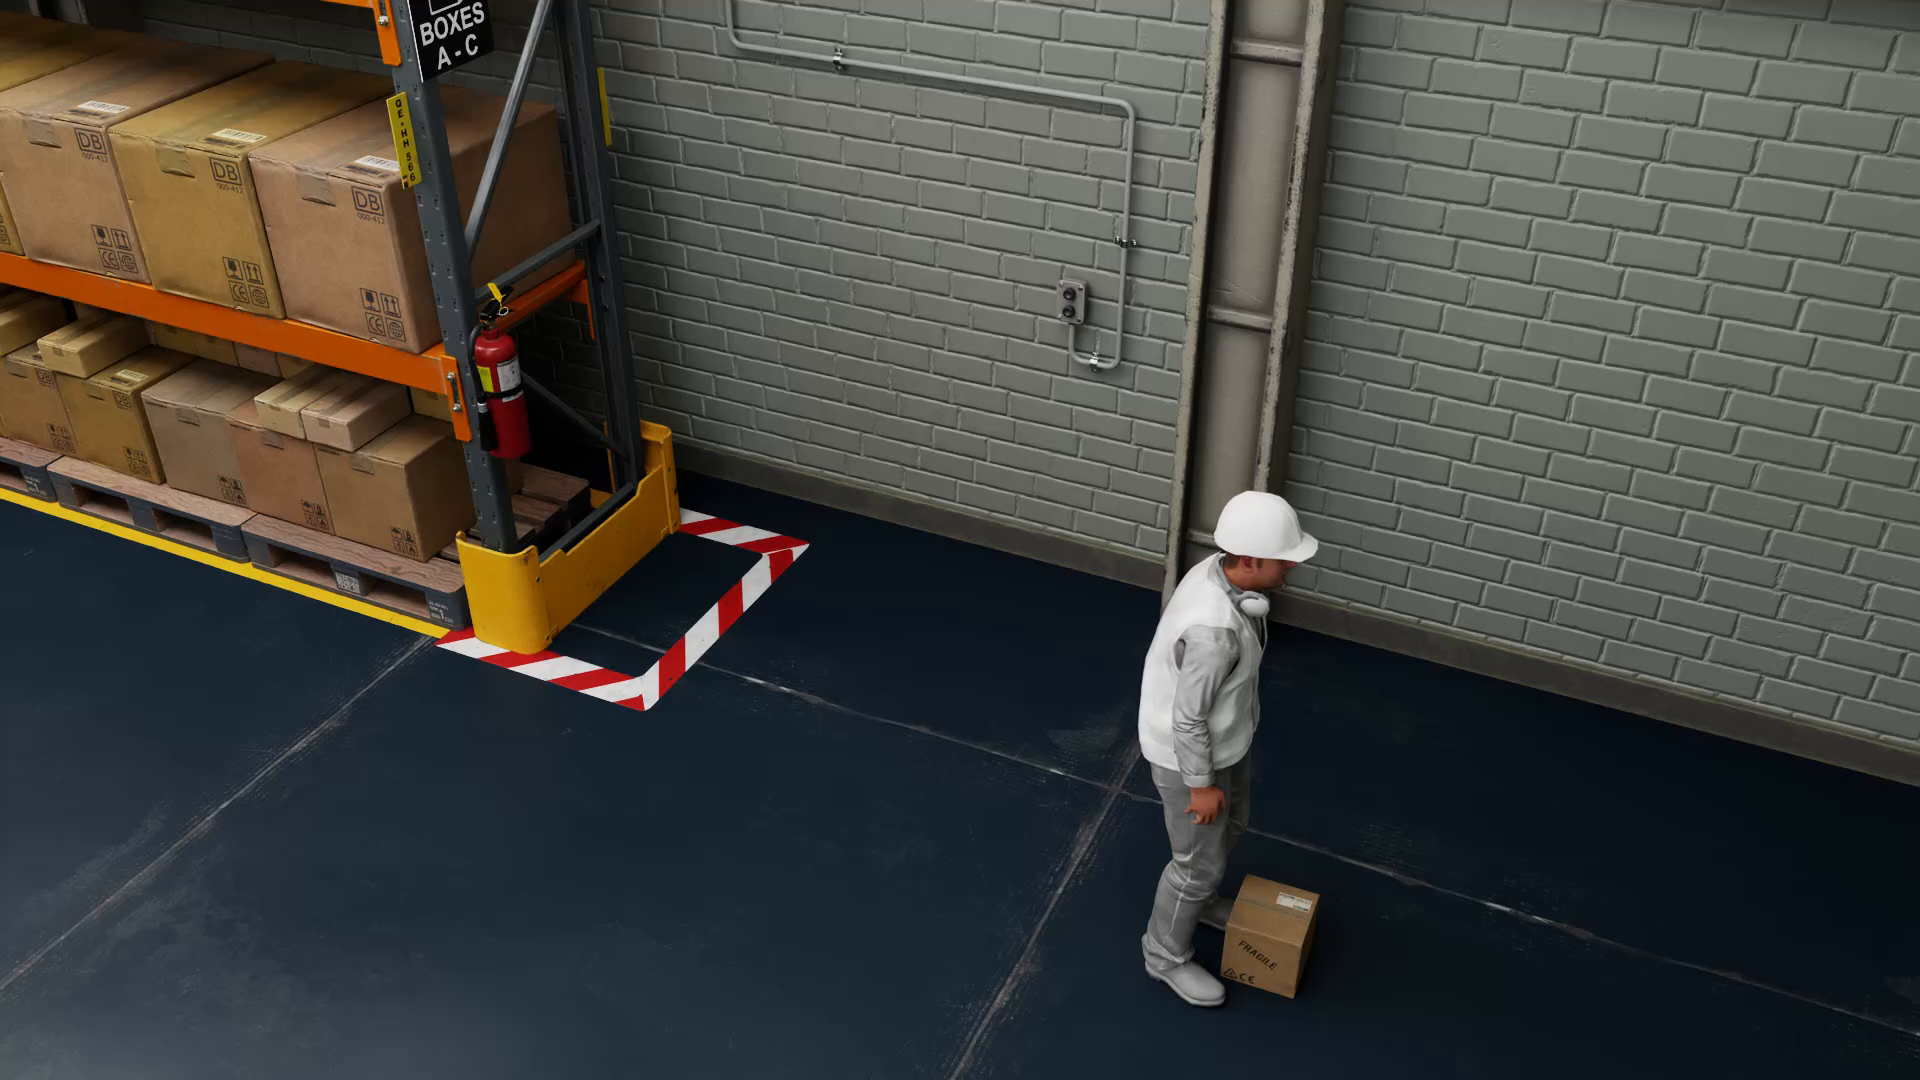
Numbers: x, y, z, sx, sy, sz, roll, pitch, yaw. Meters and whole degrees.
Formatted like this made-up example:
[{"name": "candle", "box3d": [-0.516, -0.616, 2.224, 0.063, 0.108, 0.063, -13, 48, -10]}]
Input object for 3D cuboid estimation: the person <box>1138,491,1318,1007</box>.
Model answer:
[{"name": "person", "box3d": [0.790, 0.616, 5.186, 0.464, 1.771, 0.593, 12, 35, 18]}]
